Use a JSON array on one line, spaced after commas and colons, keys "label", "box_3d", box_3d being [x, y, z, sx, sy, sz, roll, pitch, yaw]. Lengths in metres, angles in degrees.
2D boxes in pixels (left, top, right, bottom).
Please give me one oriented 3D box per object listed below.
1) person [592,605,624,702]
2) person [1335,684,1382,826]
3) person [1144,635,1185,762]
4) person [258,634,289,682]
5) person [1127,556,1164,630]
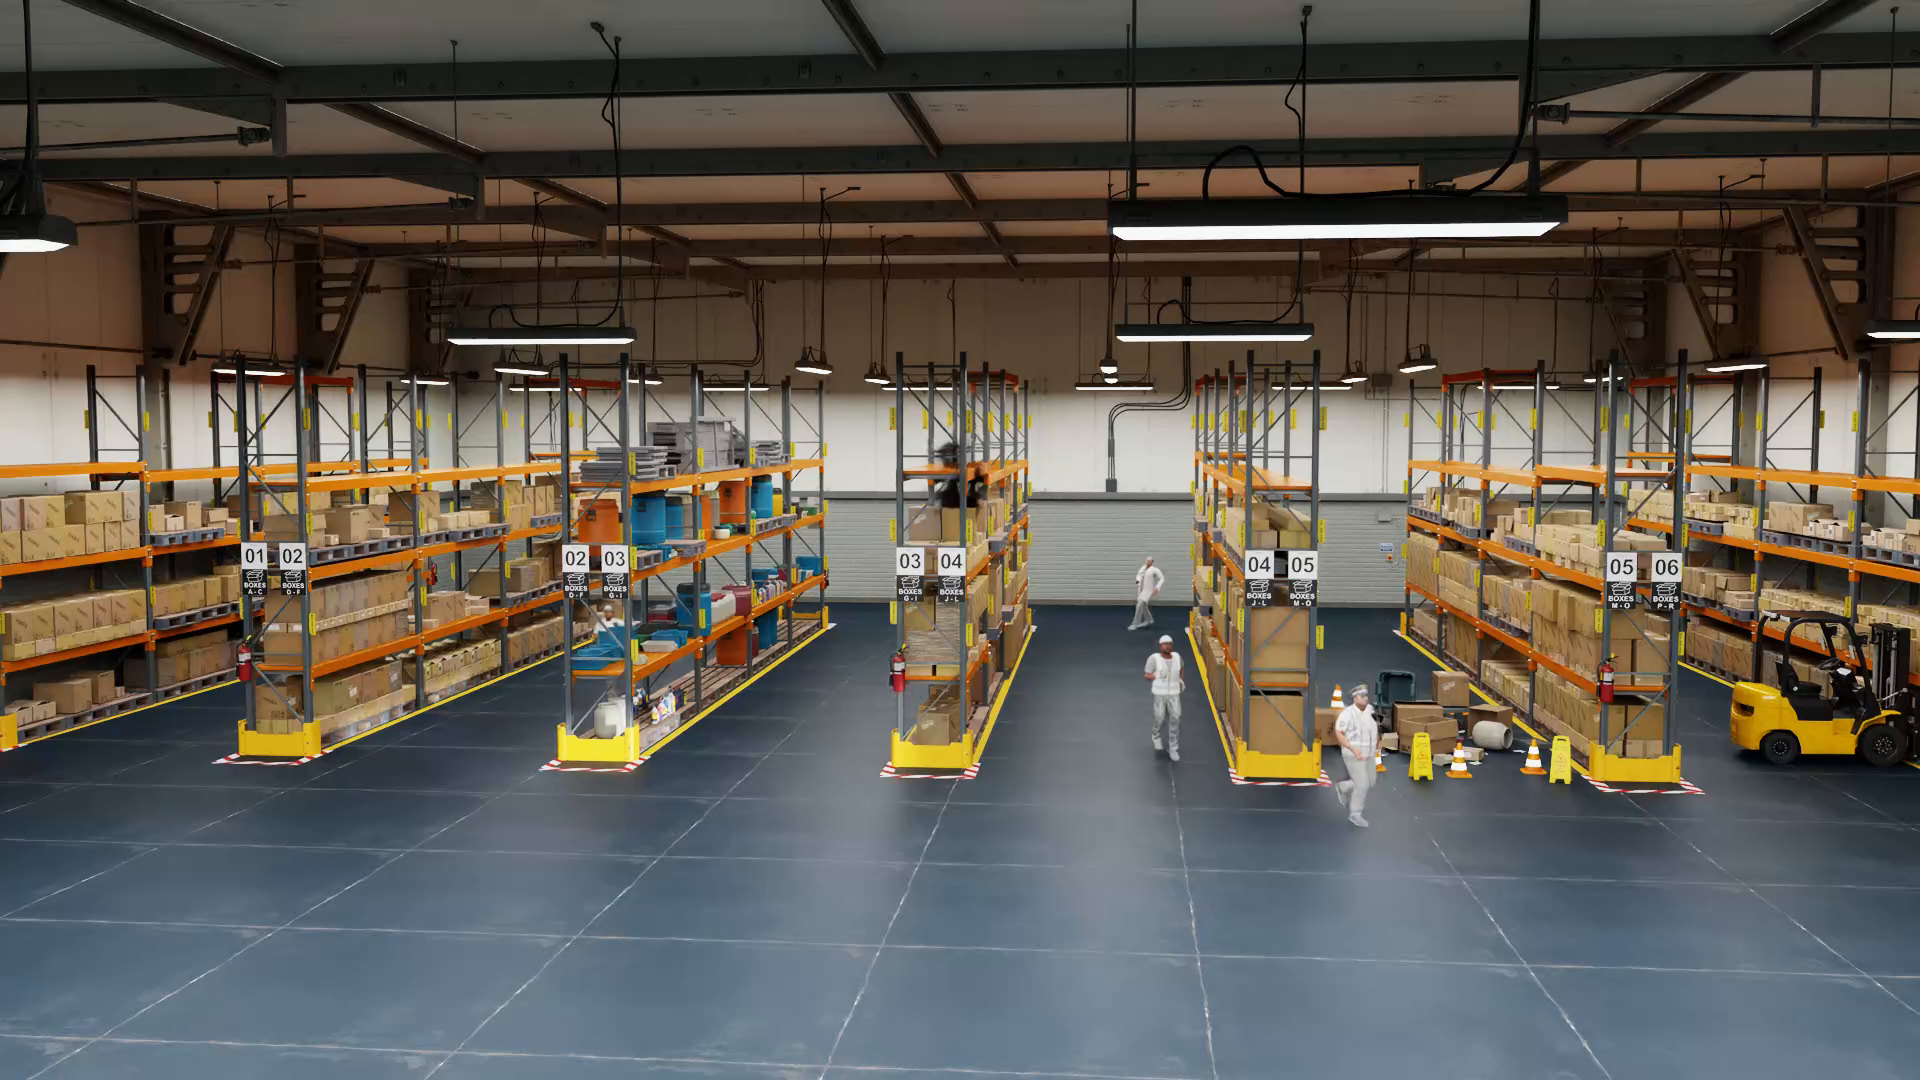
[{"label": "person", "box_3d": [-6.344, 2.033, 30.086, 0.590, 1.721, 0.726, 0, 4, 5]}, {"label": "person", "box_3d": [4.939, 2.657, 20.846, 0.669, 1.771, 0.667, -3, 5, -32]}, {"label": "person", "box_3d": [3.065, 2.327, 24.822, 0.651, 1.820, 0.828, 0, 4, -6]}, {"label": "person", "box_3d": [-11.719, 2.056, 28.661, 0.695, 1.771, 0.962, -1, 4, -10]}, {"label": "person", "box_3d": [4.475, 1.275, 40.036, 0.915, 1.775, 0.760, -3, 5, -38]}]
